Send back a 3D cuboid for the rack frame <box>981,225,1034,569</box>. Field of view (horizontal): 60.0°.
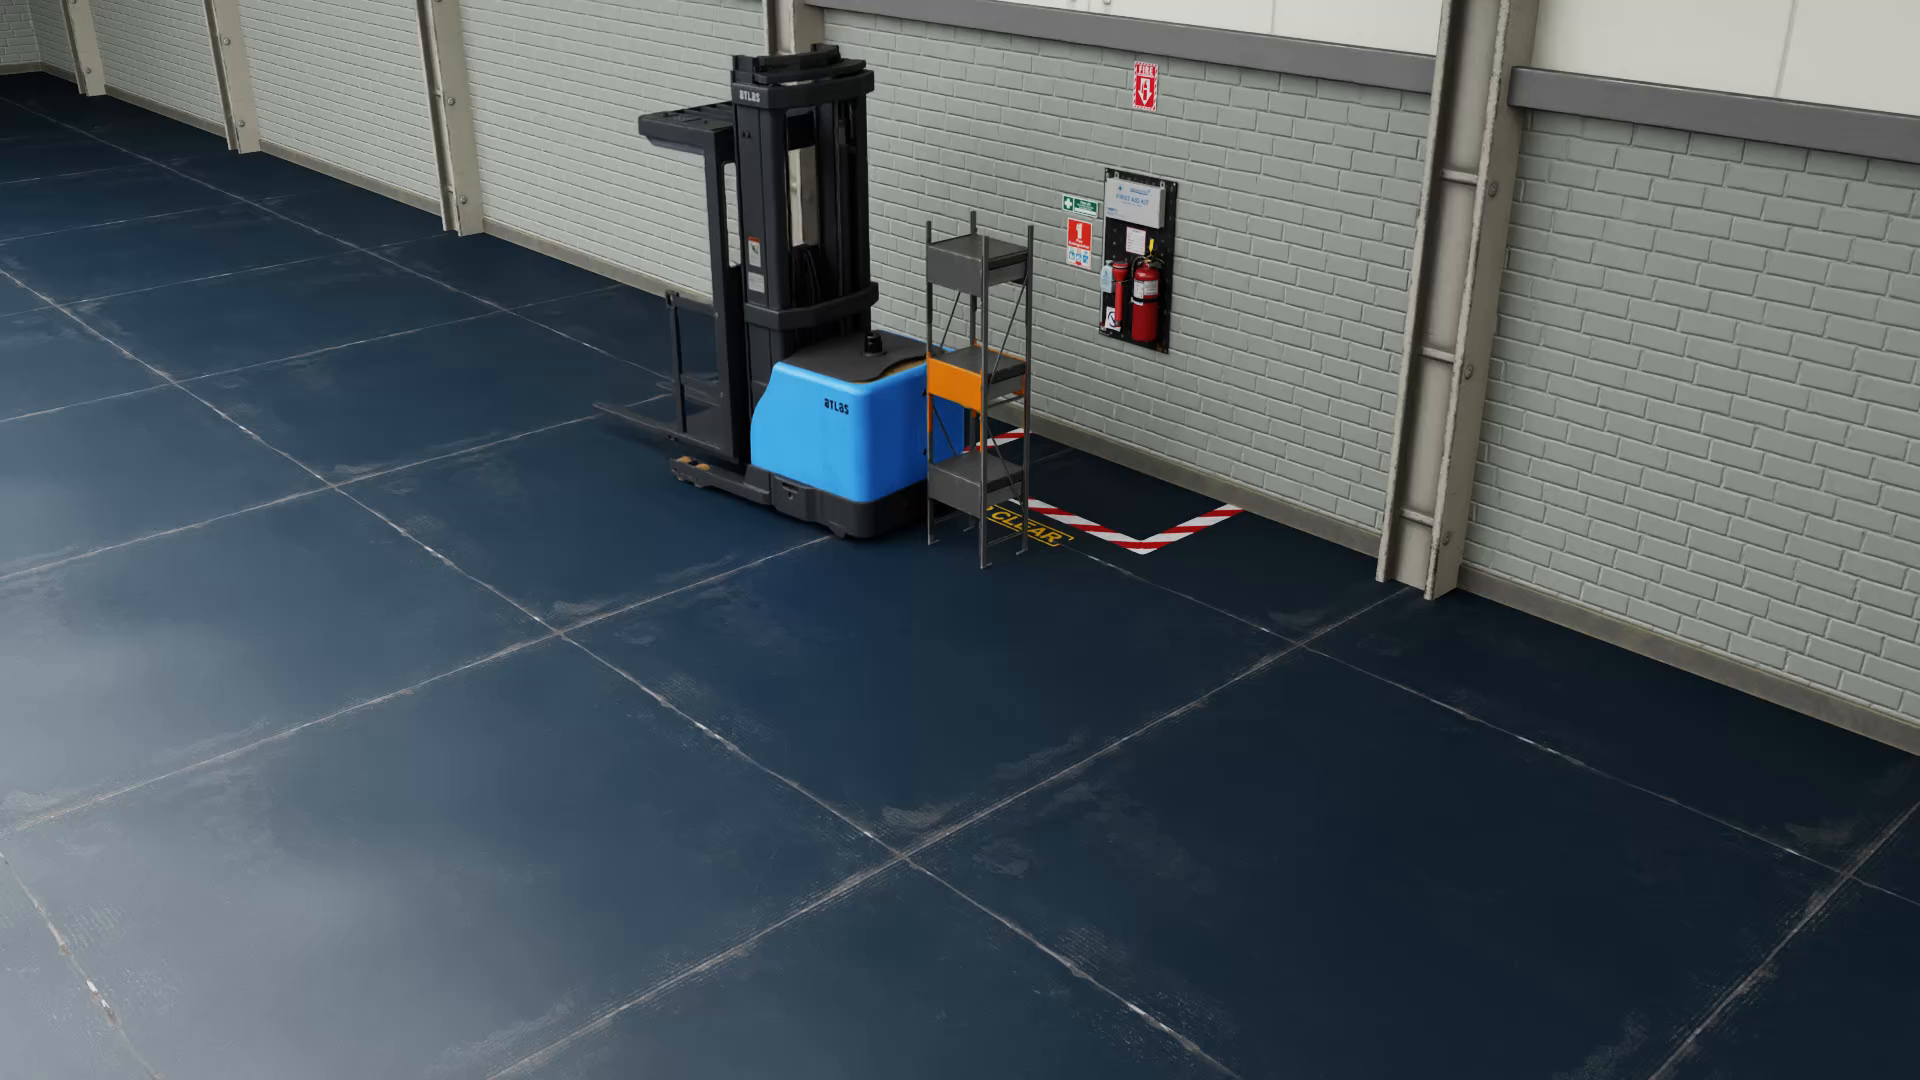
[{"bbox_3d":[0.280,-0.831,10.042,0.400,2.100,0.015,-21,32,-38],"label":"rack frame"}]

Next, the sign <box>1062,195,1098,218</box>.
[{"bbox_3d":[0.831,-2.315,11.529,0.001,0.109,0.331,-21,32,-38],"label":"sign"}]

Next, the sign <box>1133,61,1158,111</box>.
[{"bbox_3d":[1.204,-2.950,10.810,0.001,0.298,0.199,-21,32,-38],"label":"sign"}]

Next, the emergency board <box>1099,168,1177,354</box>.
[{"bbox_3d":[1.137,-1.865,11.224,0.194,1.169,0.643,-21,32,-38],"label":"emergency board"}]

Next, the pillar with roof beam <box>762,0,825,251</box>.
[{"bbox_3d":[-4.445,-4.431,9.621,9.100,9.000,0.400,-21,32,-38],"label":"pillar with roof beam"}]

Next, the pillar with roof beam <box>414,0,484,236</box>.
[{"bbox_3d":[-8.546,-6.249,13.606,9.100,9.000,0.400,-21,32,-38],"label":"pillar with roof beam"}]

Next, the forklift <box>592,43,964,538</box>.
[{"bbox_3d":[-1.399,-1.840,11.252,3.031,2.935,1.130,20,31,37],"label":"forklift"}]

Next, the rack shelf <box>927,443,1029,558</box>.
[{"bbox_3d":[0.113,-0.256,10.500,0.431,0.518,0.480,-21,32,-38],"label":"rack shelf"}]

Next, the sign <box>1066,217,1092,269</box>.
[{"bbox_3d":[0.834,-2.078,11.647,0.001,0.329,0.234,-21,32,-38],"label":"sign"}]

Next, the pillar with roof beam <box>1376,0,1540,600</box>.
[{"bbox_3d":[-0.344,-2.613,5.636,9.100,9.000,0.400,-21,32,-38],"label":"pillar with roof beam"}]

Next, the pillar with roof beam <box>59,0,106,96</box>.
[{"bbox_3d":[-16.748,-9.885,21.575,9.100,9.000,0.400,-21,32,-38],"label":"pillar with roof beam"}]

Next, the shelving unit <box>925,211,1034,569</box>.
[{"bbox_3d":[0.113,-0.905,10.204,0.431,2.100,0.503,-21,32,-38],"label":"shelving unit"}]

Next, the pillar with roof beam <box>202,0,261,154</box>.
[{"bbox_3d":[-12.647,-8.067,17.590,9.100,9.000,0.400,-21,32,-38],"label":"pillar with roof beam"}]

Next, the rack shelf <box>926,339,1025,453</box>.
[{"bbox_3d":[0.113,-0.893,10.210,0.431,0.518,0.480,-21,32,-38],"label":"rack shelf"}]

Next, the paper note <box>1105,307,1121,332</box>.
[{"bbox_3d":[1.066,-1.537,11.567,0.016,0.148,0.142,-21,32,-38],"label":"paper note"}]

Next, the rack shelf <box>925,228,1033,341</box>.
[{"bbox_3d":[0.113,-1.530,9.919,0.431,0.518,0.480,-21,32,-38],"label":"rack shelf"}]

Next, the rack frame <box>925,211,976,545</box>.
[{"bbox_3d":[-0.054,-0.979,10.366,0.400,2.100,0.015,-21,32,-38],"label":"rack frame"}]
